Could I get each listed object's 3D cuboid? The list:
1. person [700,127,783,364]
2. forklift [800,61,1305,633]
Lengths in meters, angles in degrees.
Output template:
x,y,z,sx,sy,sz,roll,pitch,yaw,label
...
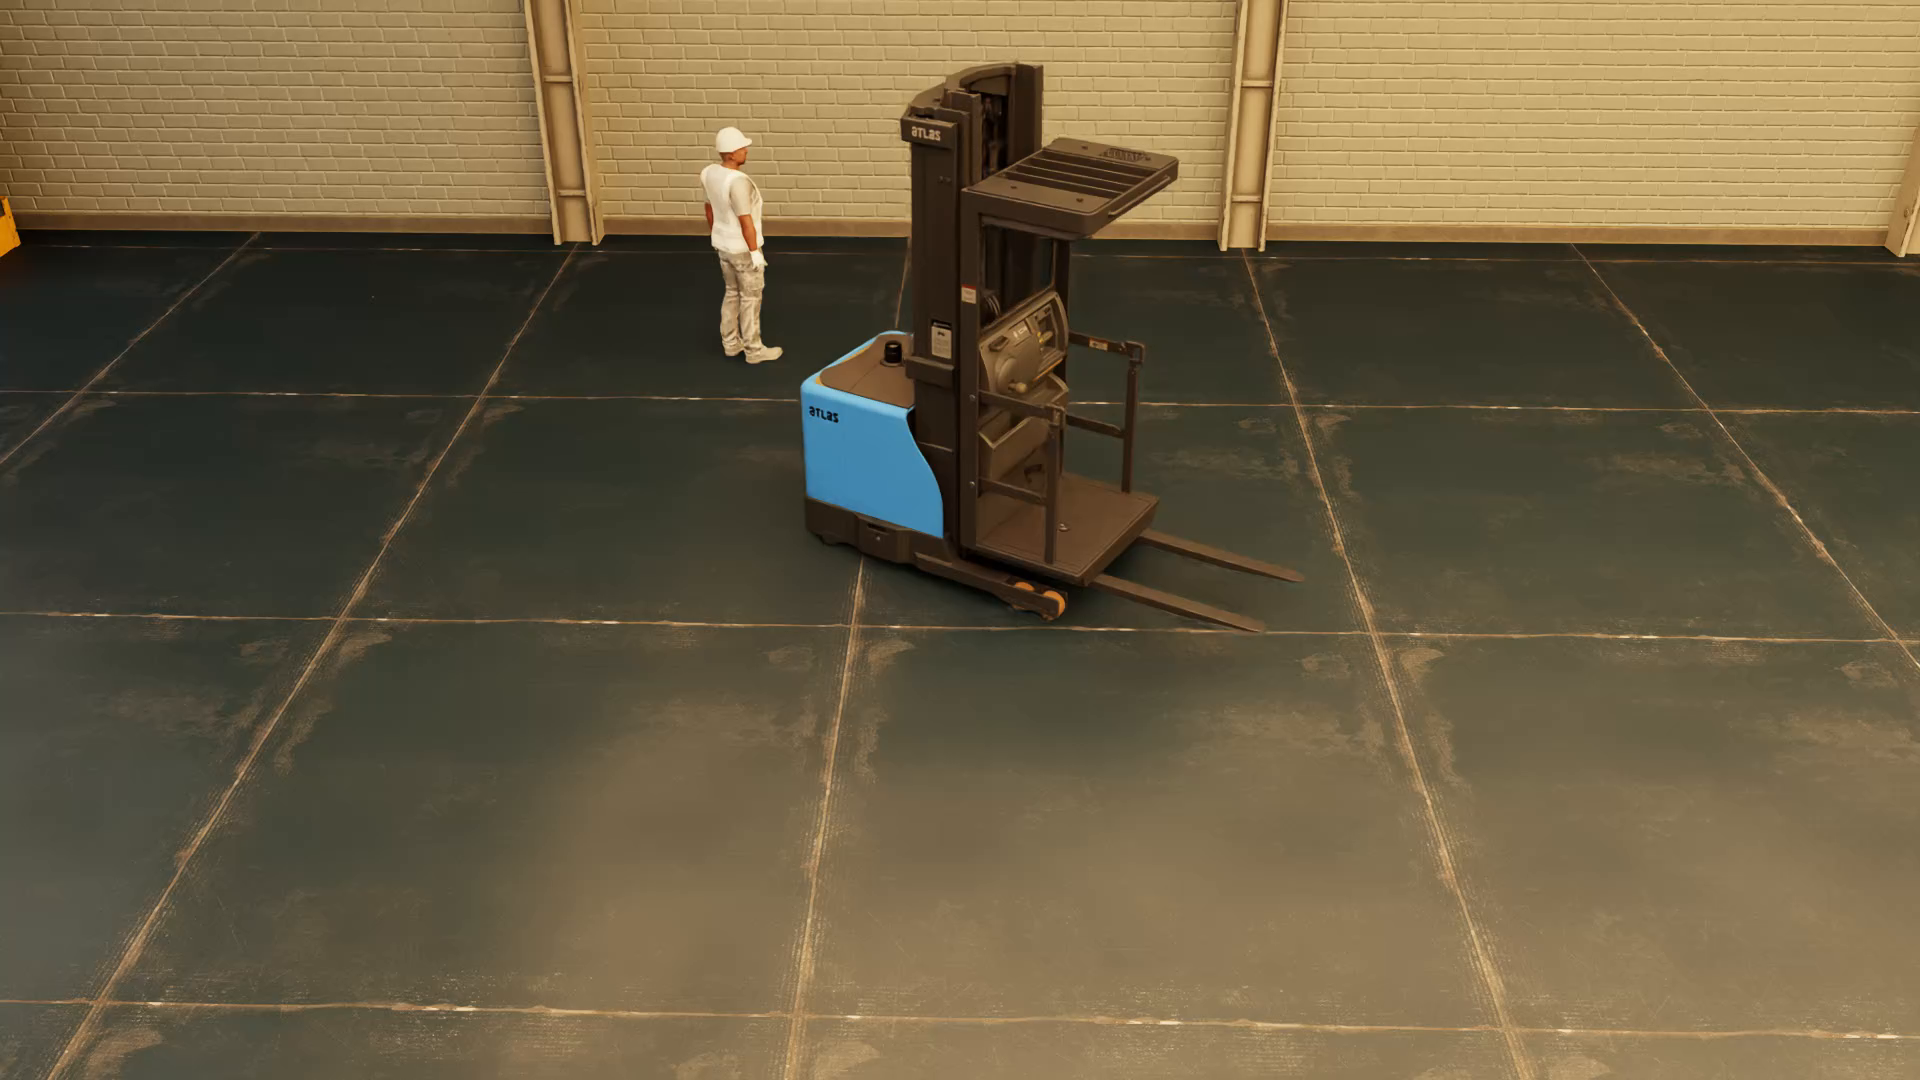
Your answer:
x,y,z,sx,sy,sz,roll,pitch,yaw,label
-1.643,-2.217,12.505,0.390,1.790,0.612,-23,38,-33,person
0.547,-1.106,9.490,3.031,2.935,1.130,17,35,27,forklift
